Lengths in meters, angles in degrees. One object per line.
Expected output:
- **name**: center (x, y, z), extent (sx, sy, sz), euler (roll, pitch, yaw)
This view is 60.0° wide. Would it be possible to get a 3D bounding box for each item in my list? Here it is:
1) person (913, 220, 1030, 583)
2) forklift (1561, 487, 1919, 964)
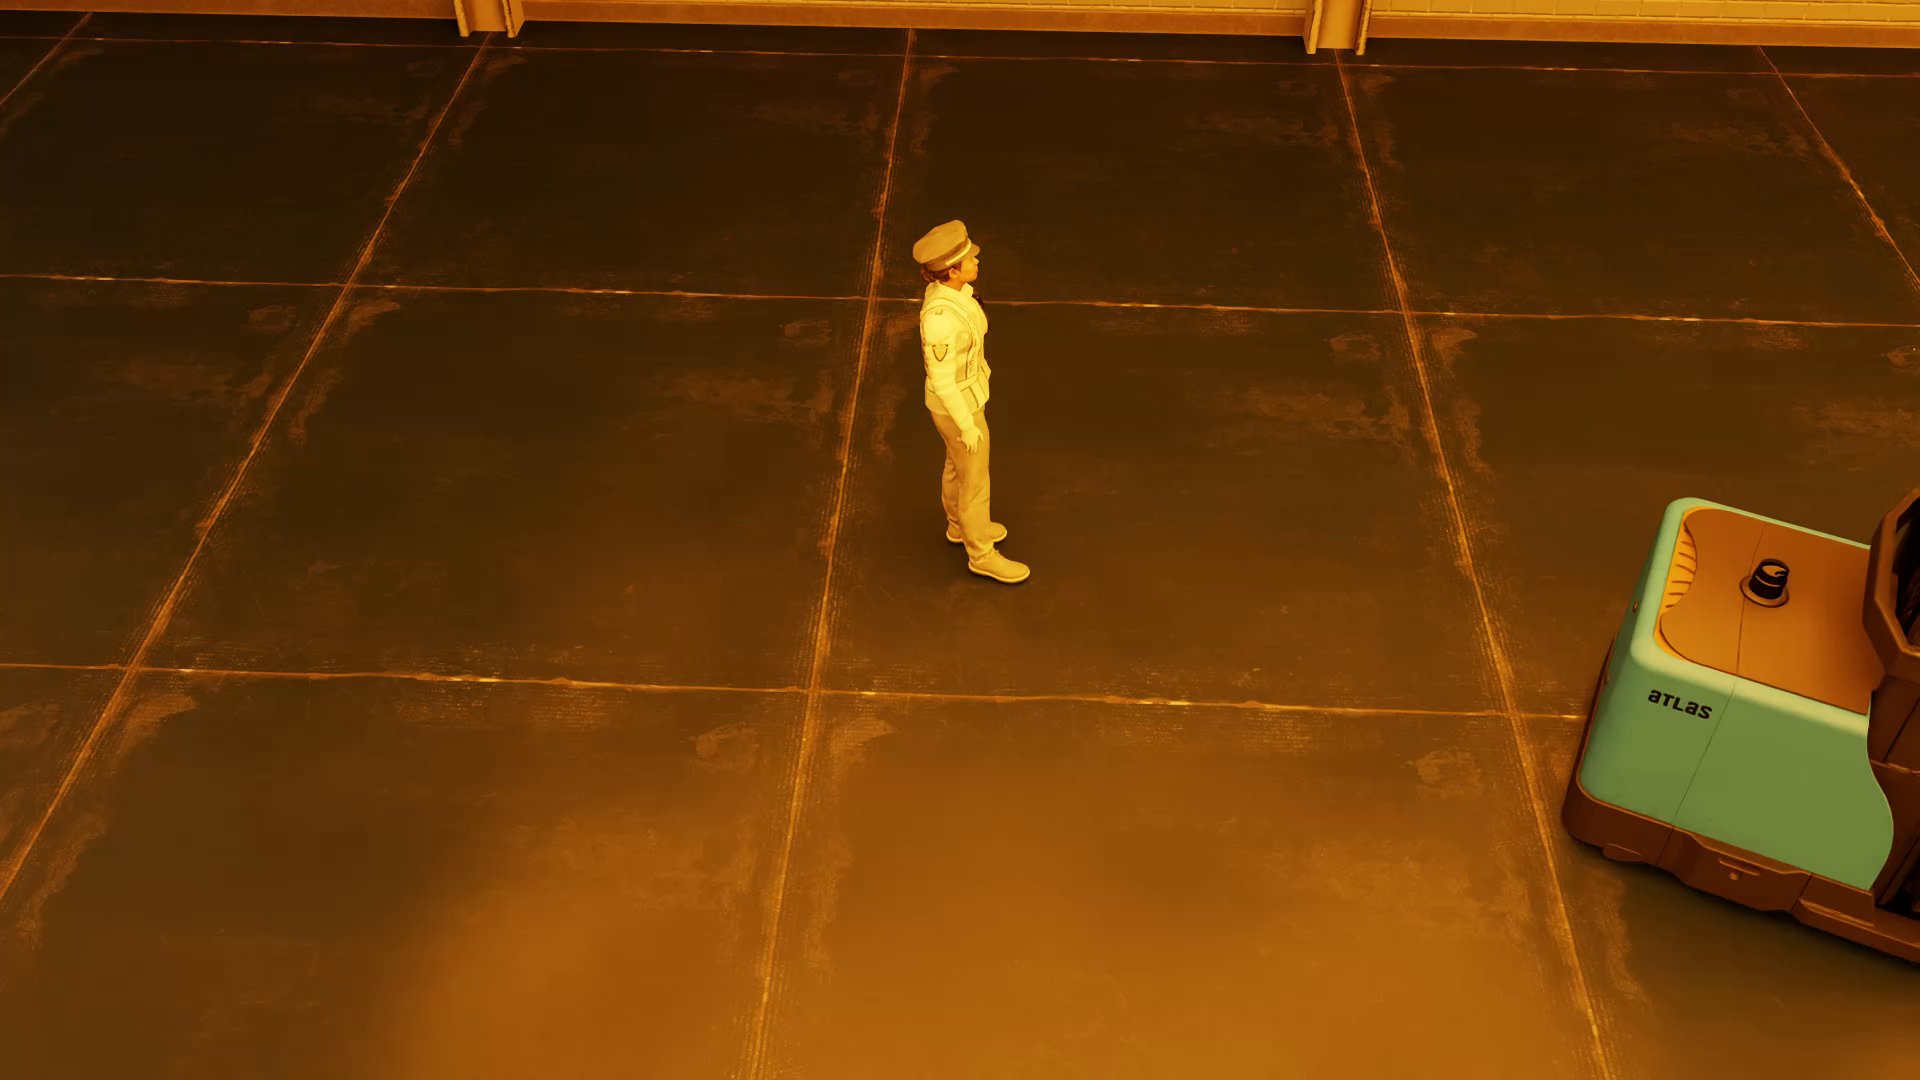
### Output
- **person**: center (0.068, -0.625, 7.333), extent (0.531, 1.695, 0.588), euler (2, 42, 2)
- **forklift**: center (3.939, 0.251, 5.468), extent (3.031, 2.935, 1.130), euler (18, 45, 19)
